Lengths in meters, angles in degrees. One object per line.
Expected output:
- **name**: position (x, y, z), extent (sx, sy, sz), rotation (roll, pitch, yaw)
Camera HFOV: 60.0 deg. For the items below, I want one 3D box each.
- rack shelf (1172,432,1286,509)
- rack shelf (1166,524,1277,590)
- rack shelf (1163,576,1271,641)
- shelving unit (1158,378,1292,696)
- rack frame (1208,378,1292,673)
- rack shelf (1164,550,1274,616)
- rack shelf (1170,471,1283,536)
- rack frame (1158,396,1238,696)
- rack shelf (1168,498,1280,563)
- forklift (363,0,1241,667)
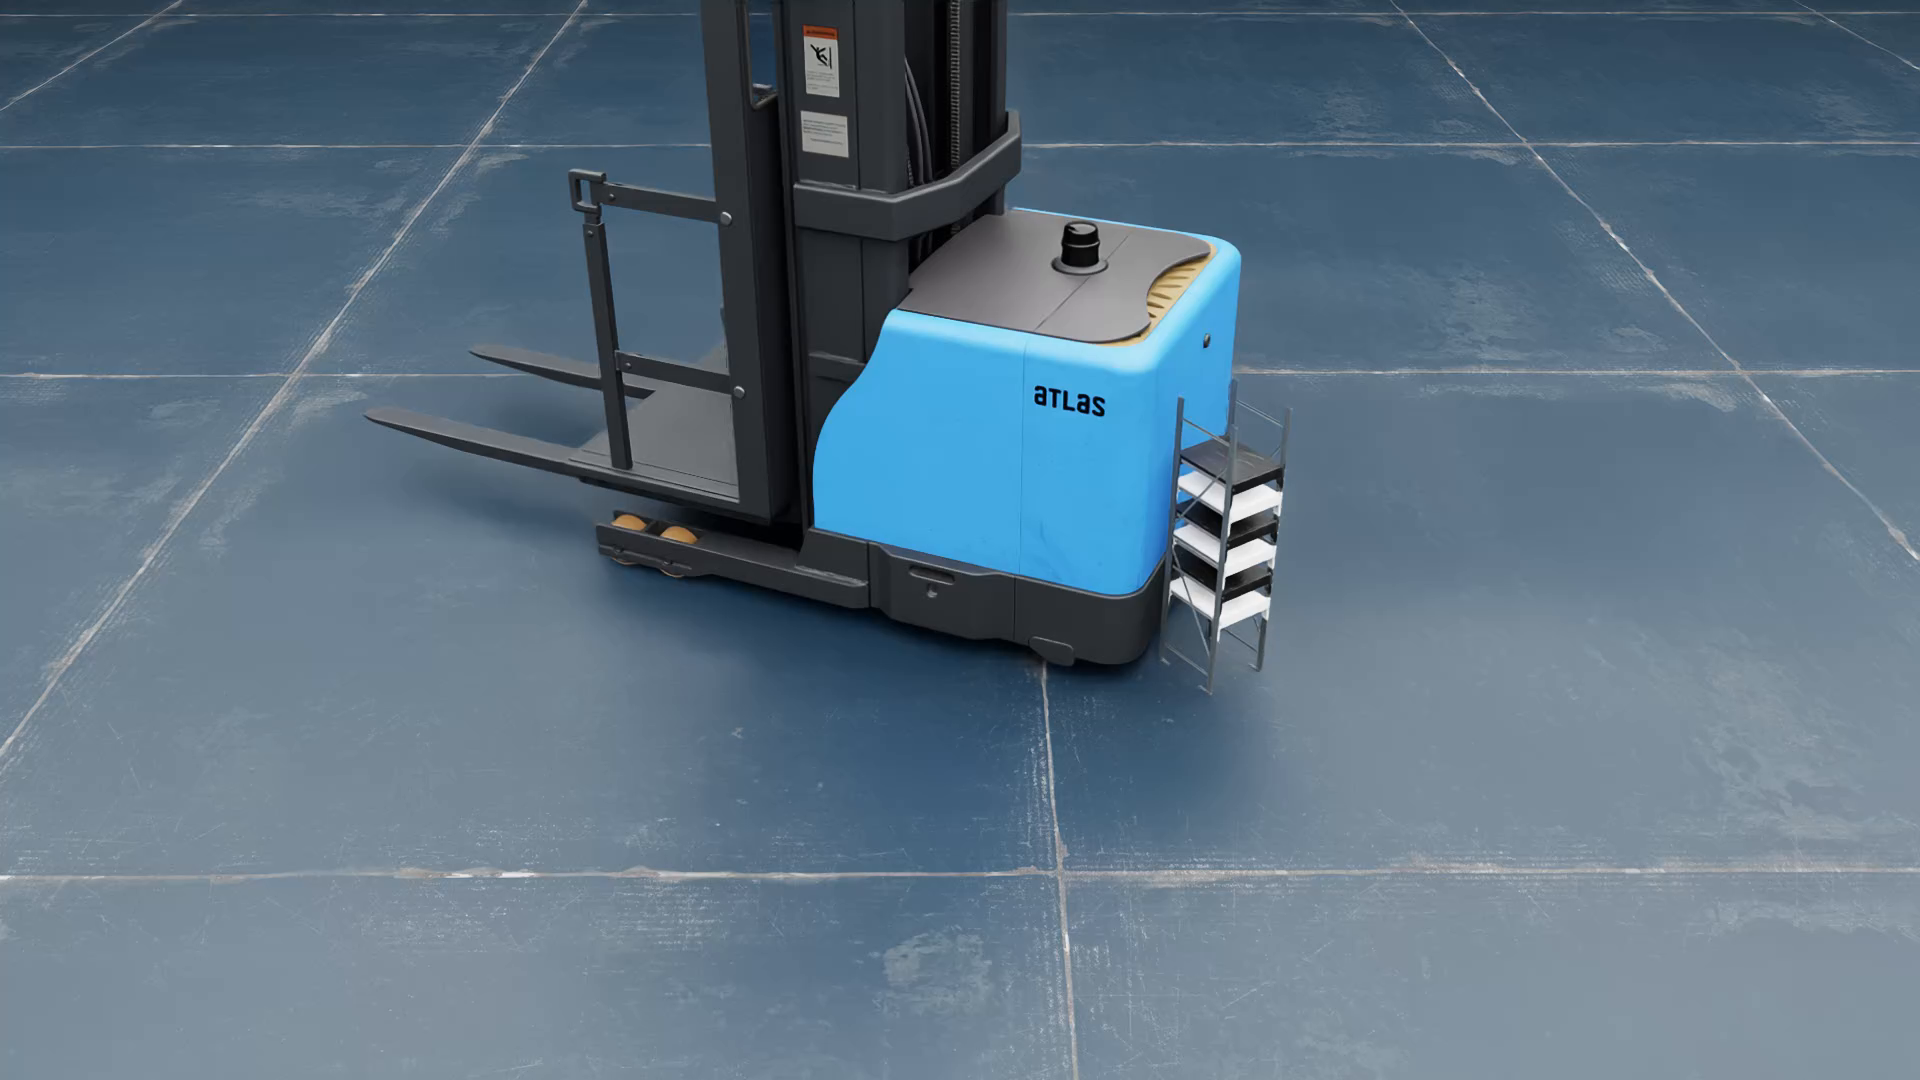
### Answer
- **rack shelf**: position (0.769, -0.202, 4.759), extent (0.200, 0.077, 0.258), rotation (-20, 37, -29)
- **rack shelf**: position (0.769, 0.028, 4.900), extent (0.200, 0.077, 0.258), rotation (-20, 37, -29)
- **rack shelf**: position (0.769, 0.182, 4.993), extent (0.200, 0.077, 0.258), rotation (-20, 37, -29)
- **shelving unit**: position (0.769, 0.000, 4.882), extent (0.210, 0.900, 0.258), rotation (-20, 37, -29)
- **rack frame**: position (0.852, -0.030, 4.932), extent (0.006, 0.900, 0.240), rotation (-20, 37, -29)
- **rack shelf**: position (0.769, 0.105, 4.946), extent (0.200, 0.077, 0.258), rotation (-20, 37, -29)
- **rack shelf**: position (0.769, -0.125, 4.806), extent (0.200, 0.077, 0.258), rotation (-20, 37, -29)
- **rack frame**: position (0.685, 0.030, 4.833), extent (0.006, 0.900, 0.240), rotation (-20, 37, -29)
- **rack shelf**: position (0.769, -0.049, 4.853), extent (0.200, 0.077, 0.258), rotation (-20, 37, -29)
- **forklift**: position (-0.664, -1.363, 5.172), extent (3.031, 2.935, 1.130), rotation (13, 34, 20)
